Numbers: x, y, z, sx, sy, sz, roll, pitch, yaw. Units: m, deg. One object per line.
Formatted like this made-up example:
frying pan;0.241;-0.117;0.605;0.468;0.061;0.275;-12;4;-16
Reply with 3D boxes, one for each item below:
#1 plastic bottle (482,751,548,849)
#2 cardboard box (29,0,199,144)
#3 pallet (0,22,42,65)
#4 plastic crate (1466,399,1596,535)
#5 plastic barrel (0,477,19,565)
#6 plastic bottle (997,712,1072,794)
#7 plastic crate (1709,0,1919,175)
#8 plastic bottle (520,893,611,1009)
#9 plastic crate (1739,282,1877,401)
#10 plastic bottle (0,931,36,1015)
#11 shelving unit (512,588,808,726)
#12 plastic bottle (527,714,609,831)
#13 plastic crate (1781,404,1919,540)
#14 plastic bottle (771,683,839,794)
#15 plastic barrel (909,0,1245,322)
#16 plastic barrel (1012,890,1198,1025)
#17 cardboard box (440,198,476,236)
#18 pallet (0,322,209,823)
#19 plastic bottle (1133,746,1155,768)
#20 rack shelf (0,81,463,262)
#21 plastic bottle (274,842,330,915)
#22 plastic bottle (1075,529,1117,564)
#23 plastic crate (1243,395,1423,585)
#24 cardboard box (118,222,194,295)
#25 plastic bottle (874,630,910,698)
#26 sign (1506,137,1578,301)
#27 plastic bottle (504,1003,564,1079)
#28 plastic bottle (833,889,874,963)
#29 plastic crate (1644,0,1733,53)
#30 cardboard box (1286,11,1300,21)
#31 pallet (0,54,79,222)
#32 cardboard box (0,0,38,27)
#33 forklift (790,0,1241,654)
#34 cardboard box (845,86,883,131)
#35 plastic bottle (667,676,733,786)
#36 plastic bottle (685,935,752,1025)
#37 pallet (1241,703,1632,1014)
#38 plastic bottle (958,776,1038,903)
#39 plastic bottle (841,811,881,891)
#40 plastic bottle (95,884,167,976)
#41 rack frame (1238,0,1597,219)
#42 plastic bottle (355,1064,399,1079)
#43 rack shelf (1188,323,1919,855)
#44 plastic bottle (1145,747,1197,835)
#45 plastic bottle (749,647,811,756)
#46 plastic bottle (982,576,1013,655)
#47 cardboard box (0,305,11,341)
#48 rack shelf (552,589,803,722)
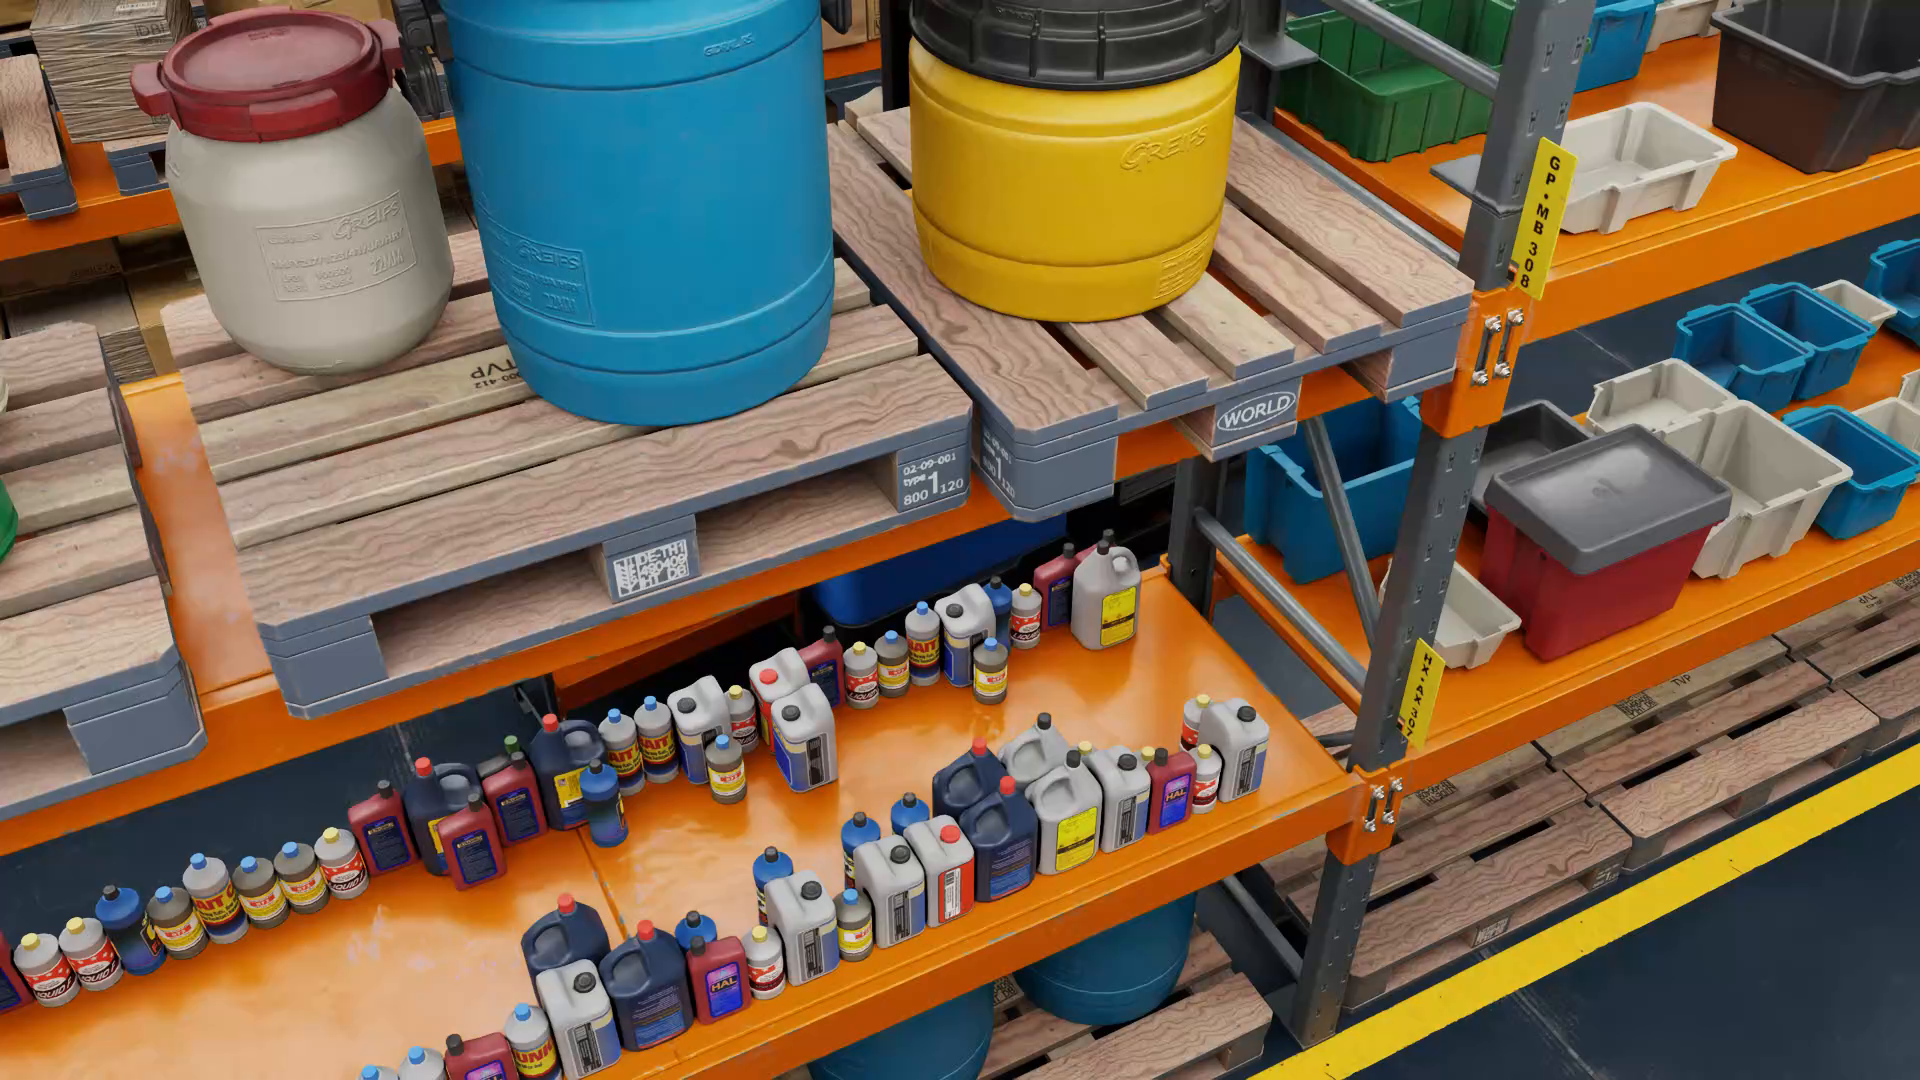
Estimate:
plastic bottle;-1.140;0.659;4.240;0.133;0.283;0.061;-19;44;-21
cardboard box;-3.505;-2.073;6.975;0.500;0.500;0.700;-11;41;-13
pallet;-6.468;-3.424;11.132;1.213;0.211;1.003;-19;44;-21
plastic crate;1.791;-0.219;5.354;0.590;0.125;0.437;-19;44;-21
plastic barrel;-1.580;-0.050;2.461;0.294;0.245;0.294;0;40;0
plastic bottle;0.191;0.585;4.275;0.185;0.351;0.144;-19;44;-21
plastic crate;2.150;-1.122;4.033;0.590;0.269;0.497;-19;44;-21
plastic bottle;-0.909;0.949;3.845;0.185;0.351;0.144;-19;44;-21
plastic crate;2.931;-0.688;5.824;0.300;0.233;0.416;-19;44;-21
plastic bottle;-2.259;0.991;3.848;0.133;0.283;0.061;-19;44;-21
shelving unit;-1.174;0.131;6.225;1.048;1.125;0.538;-24;46;-25
plastic bottle;-1.008;0.575;4.288;0.185;0.351;0.144;-19;44;-21
plastic crate;2.767;-0.206;5.255;0.300;0.233;0.416;-19;44;-21
plastic bottle;-0.415;0.518;4.413;0.135;0.276;0.152;-19;44;-21
plastic barrel;0.206;-0.801;3.083;0.600;0.588;0.600;0;40;0
plastic barrel;0.432;0.980;5.070;0.708;0.901;0.600;-19;44;-21
cardboard box;-2.555;-1.263;8.014;0.500;0.500;0.500;-18;43;-20
pallet;-1.902;0.136;2.593;1.213;0.211;1.003;-19;44;-21
plastic bottle;0.485;0.621;4.349;0.097;0.201;0.097;0;40;0
rack shelf;-3.137;-1.781;7.589;4.000;0.370;1.077;-19;44;-21
plastic bottle;-1.630;0.824;4.108;0.097;0.201;0.097;0;40;0
plastic bottle;0.400;0.096;4.905;0.133;0.283;0.061;-19;44;-21
plastic crate;1.179;-0.165;5.089;0.575;0.384;0.392;-19;44;-21
cardboard box;-3.730;-1.241;7.988;0.500;0.500;0.500;-20;44;-22
plastic bottle;-0.191;0.340;4.681;0.097;0.201;0.097;0;40;0
sign;1.175;-0.646;3.362;0.005;0.325;0.100;-19;44;-21
plastic bottle;-0.953;1.122;3.702;0.097;0.271;0.097;0;40;0
plastic bottle;-0.259;0.916;4.000;0.097;0.201;0.097;0;40;0
plastic crate;1.874;-1.455;4.530;0.466;0.136;0.293;-19;44;-21
cardboard box;1.817;-2.757;9.779;0.500;0.500;0.500;-19;44;-21
pallet;-4.342;-1.628;7.000;1.003;0.211;1.213;-19;44;-21
cardboard box;-6.489;-3.780;10.733;0.750;0.750;0.750;-19;44;-21
forklift;0.521;-1.347;6.573;3.031;2.935;1.130;-24;46;-25
cardboard box;-0.323;-2.351;9.446;0.500;0.311;0.500;-19;44;-21
plastic bottle;-0.691;0.500;4.434;0.135;0.276;0.152;-19;44;-21
plastic bottle;-0.559;0.998;3.839;0.133;0.283;0.061;-19;44;-21
pallet;1.556;1.010;5.894;1.213;0.211;1.003;-19;44;-21
plastic bottle;0.094;0.723;4.113;0.185;0.351;0.144;-19;44;-21
plastic bottle;-0.243;0.773;4.115;0.097;0.271;0.097;0;40;0
plastic bottle;-1.976;0.914;3.949;0.097;0.271;0.097;0;40;0
rack frame;0.922;-2.103;2.769;0.127;3.000;1.000;-19;44;-21
plastic bottle;-1.244;1.220;3.586;0.097;0.271;0.097;0;40;0
rack shelf;2.696;-0.135;5.645;4.000;0.370;1.077;-19;44;-21
plastic bottle;0.538;0.629;4.275;0.133;0.283;0.061;-19;44;-21
plastic bottle;-0.486;0.430;4.516;0.135;0.276;0.152;-19;44;-21
plastic bottle;0.101;0.215;4.774;0.097;0.271;0.097;0;40;0
cardboard box;-4.375;-0.645;7.284;0.500;0.500;0.500;-17;43;-19
rack shelf;-1.174;0.317;6.383;1.000;0.278;0.538;-24;46;-25
